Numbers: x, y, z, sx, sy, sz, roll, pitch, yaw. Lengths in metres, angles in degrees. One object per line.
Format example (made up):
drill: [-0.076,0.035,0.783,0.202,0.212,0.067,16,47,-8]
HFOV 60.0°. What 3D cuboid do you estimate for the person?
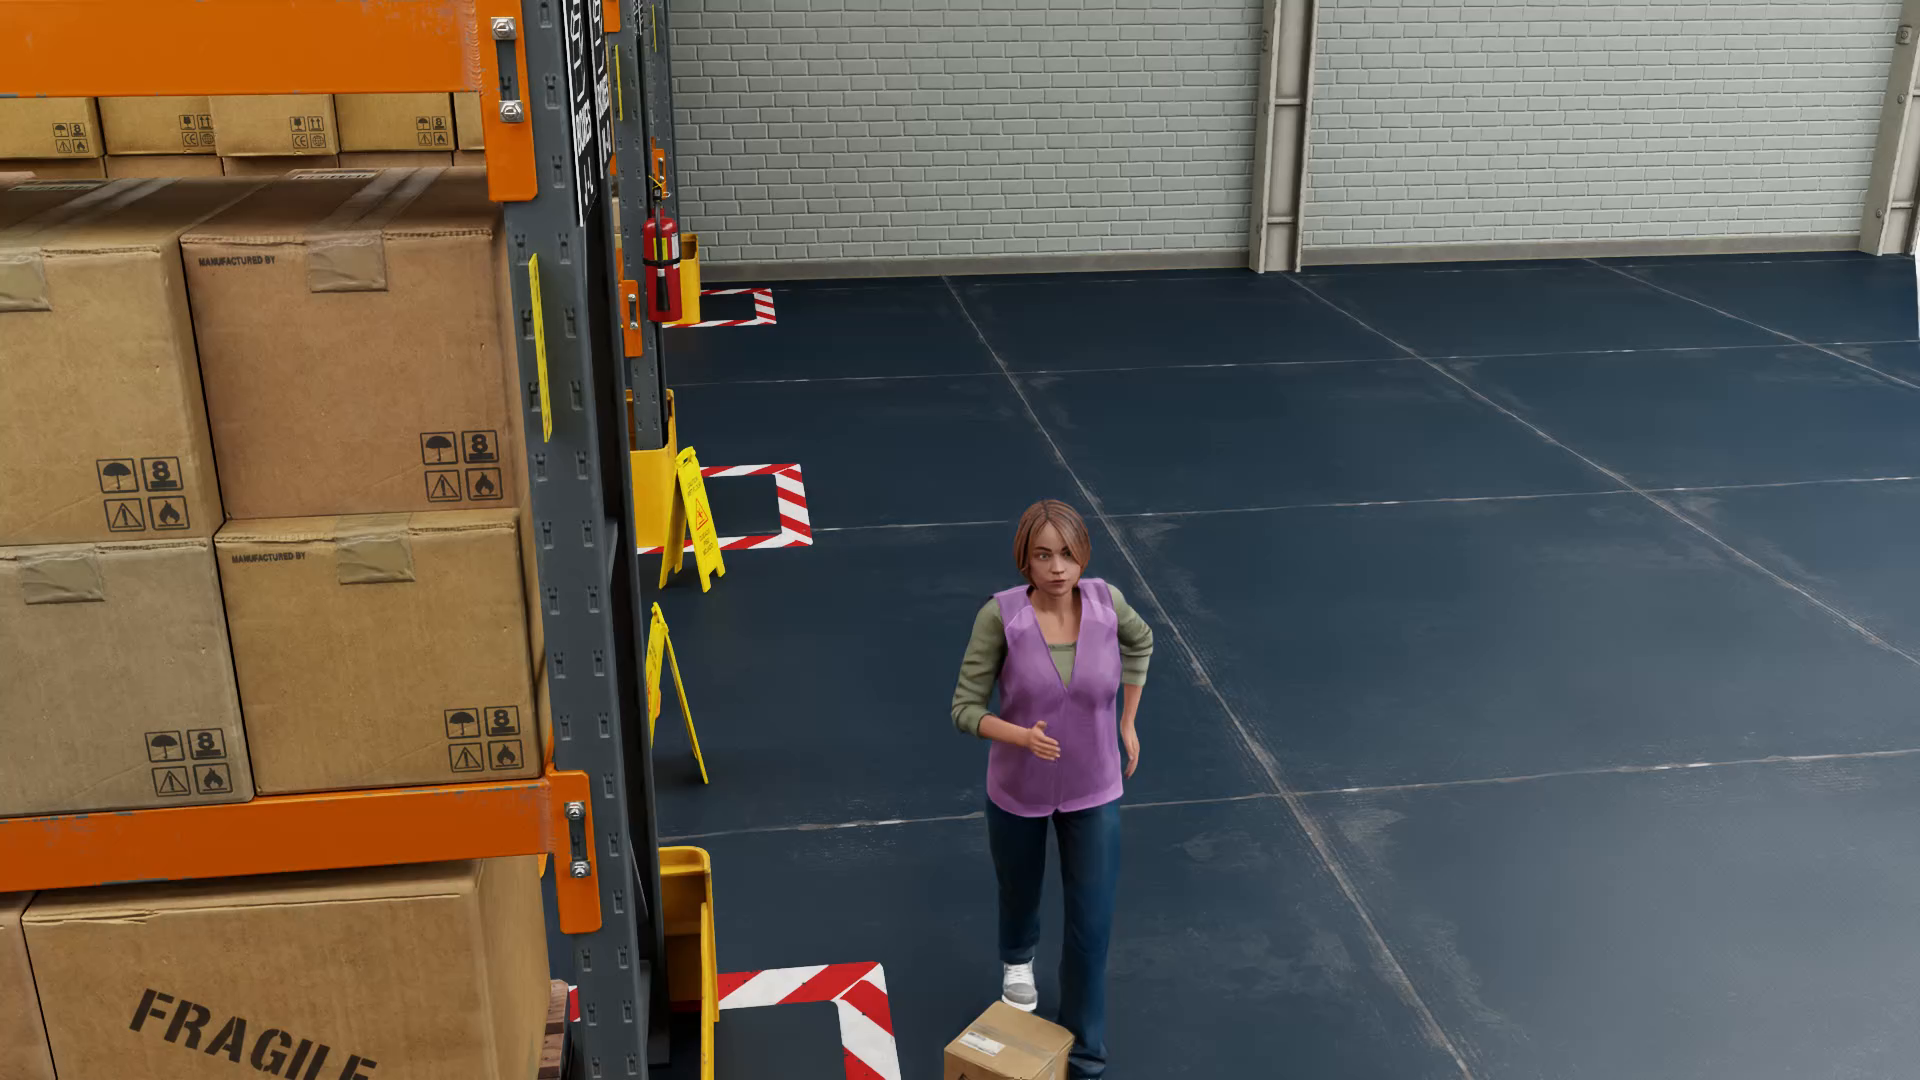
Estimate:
person: [0.242,0.663,4.235,0.532,1.598,0.782,-1,20,-2]
